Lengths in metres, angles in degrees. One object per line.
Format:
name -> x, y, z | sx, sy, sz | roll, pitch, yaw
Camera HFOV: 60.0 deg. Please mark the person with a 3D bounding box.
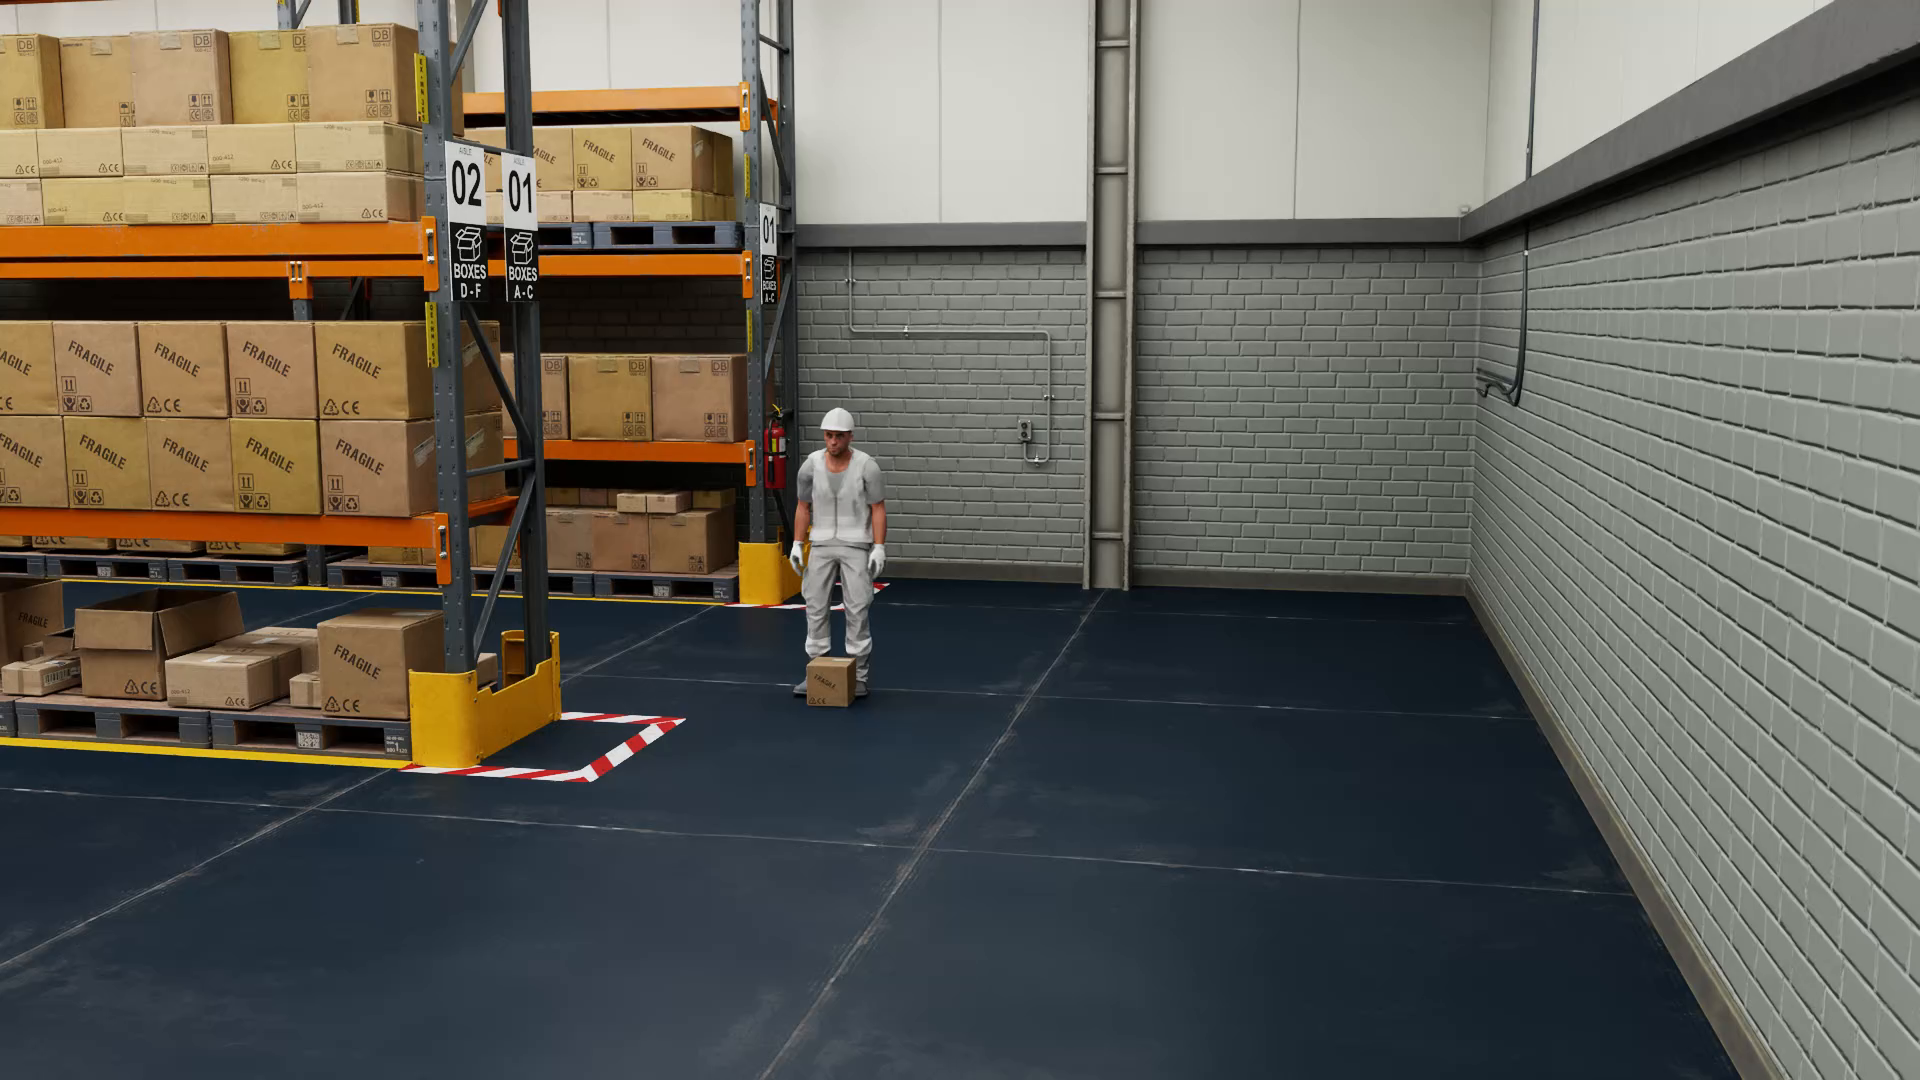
person -> -0.746, 0.075, 10.215 | 0.609, 1.779, 0.454 | 1, 8, 11
